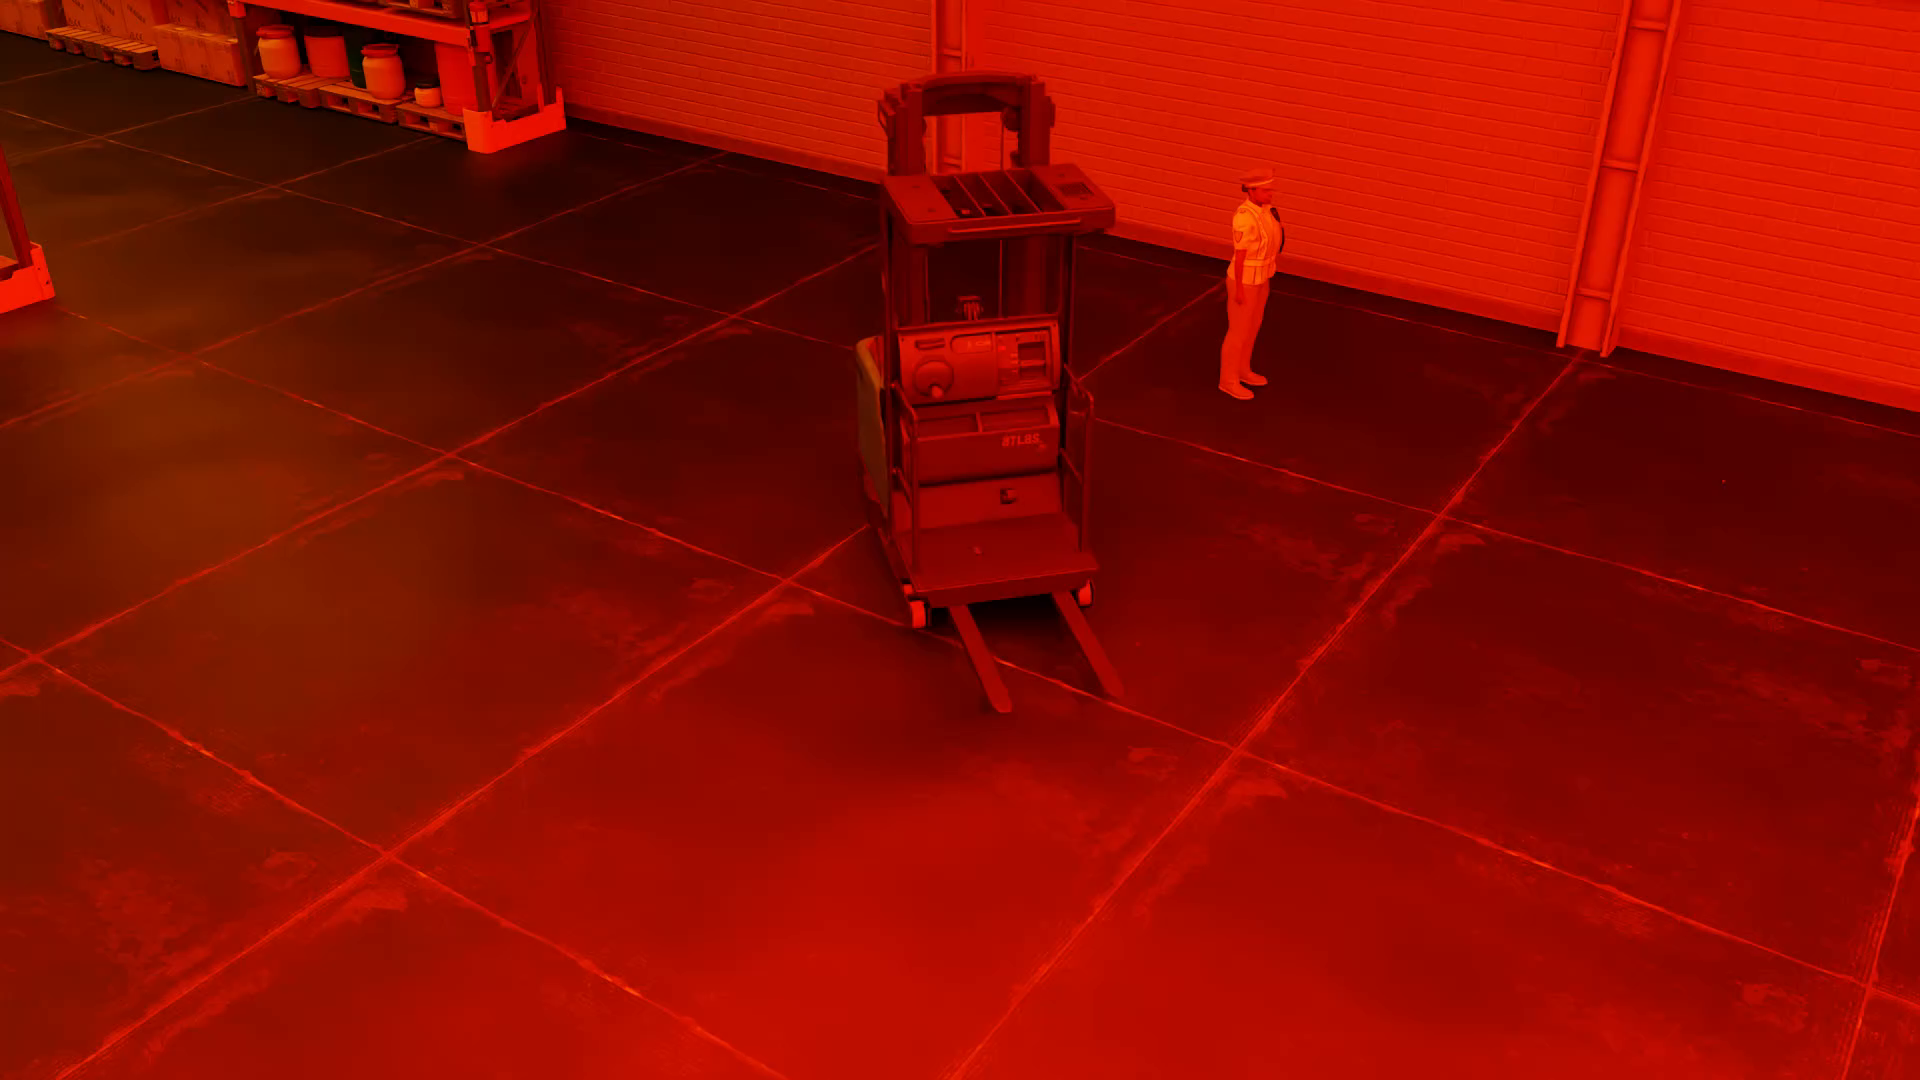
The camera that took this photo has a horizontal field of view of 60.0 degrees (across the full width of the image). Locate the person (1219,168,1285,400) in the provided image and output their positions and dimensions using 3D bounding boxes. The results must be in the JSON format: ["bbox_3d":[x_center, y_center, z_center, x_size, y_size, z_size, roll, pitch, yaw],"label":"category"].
[{"bbox_3d":[2.113,-1.882,12.063,0.337,1.691,0.446,18,35,28],"label":"person"}]

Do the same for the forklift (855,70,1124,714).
[{"bbox_3d":[0.167,-0.966,9.244,1.130,2.935,3.031,-7,31,-12],"label":"forklift"}]
